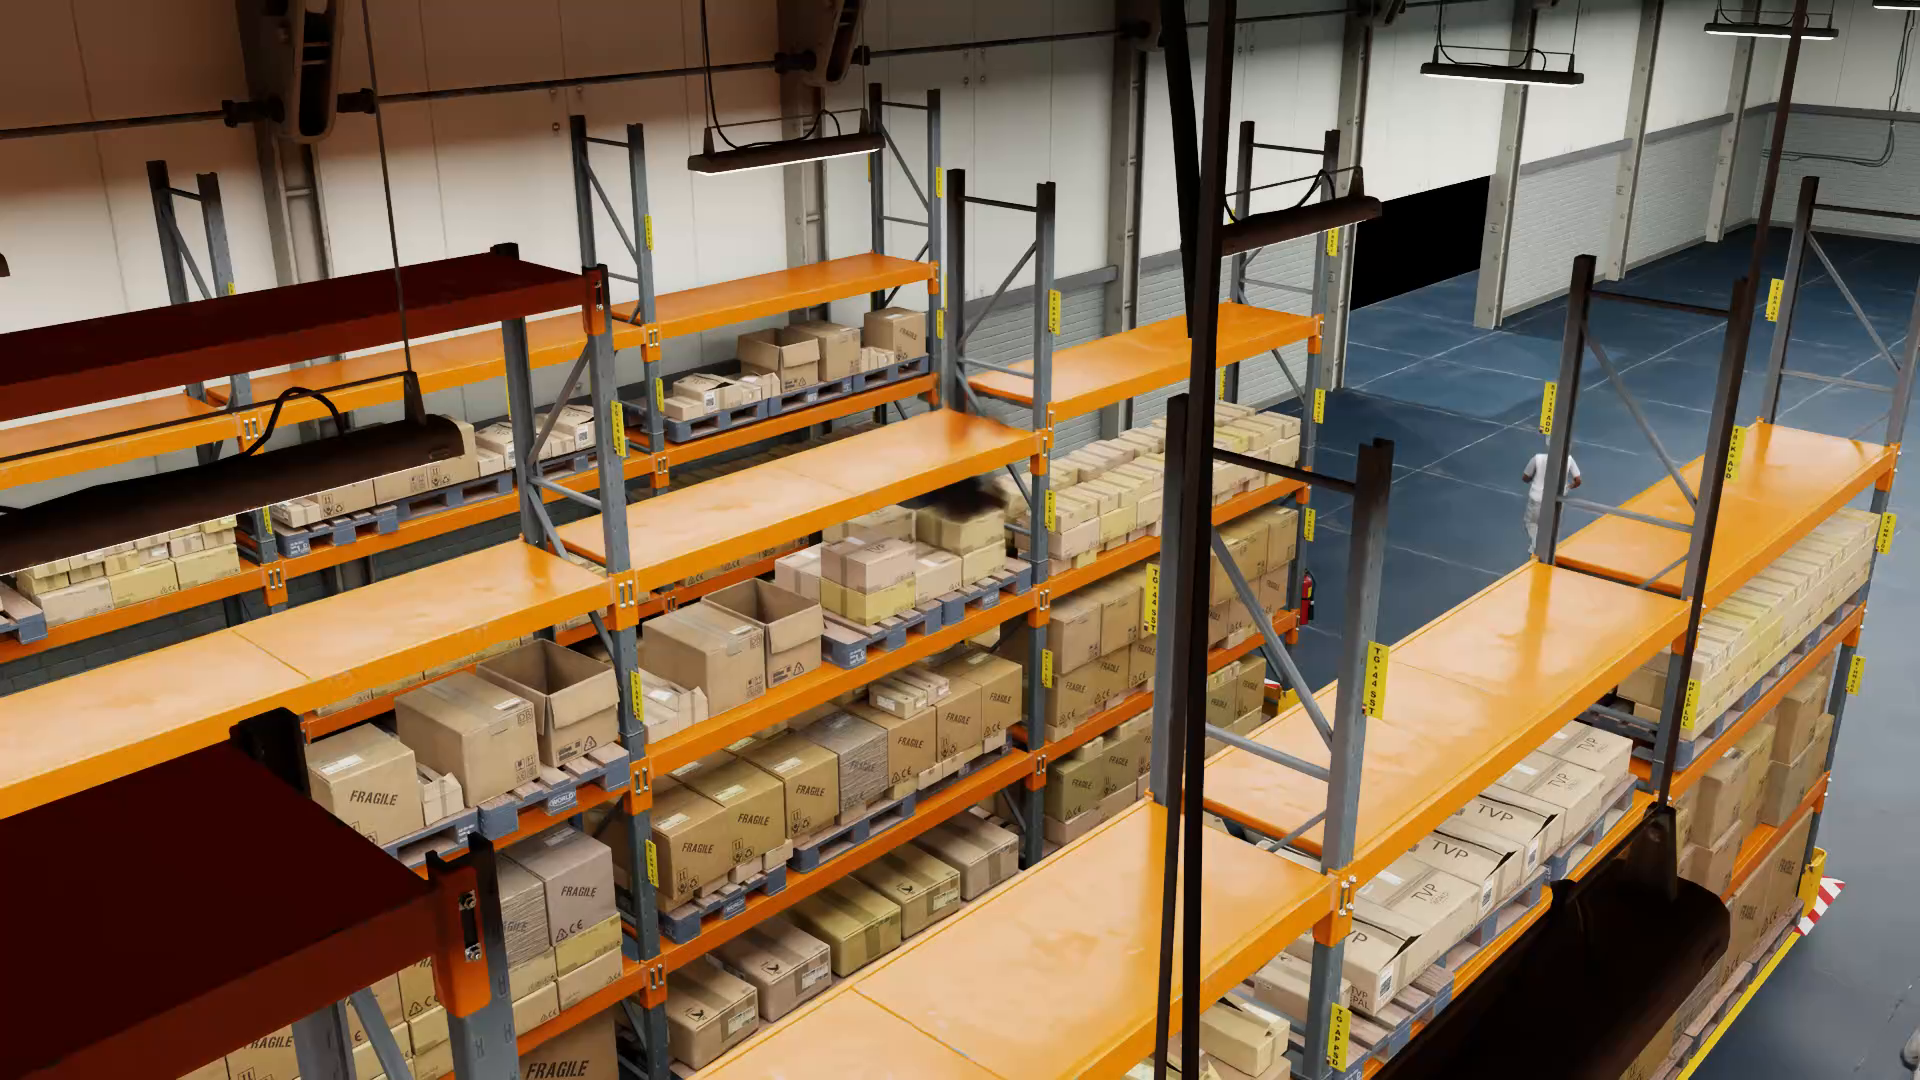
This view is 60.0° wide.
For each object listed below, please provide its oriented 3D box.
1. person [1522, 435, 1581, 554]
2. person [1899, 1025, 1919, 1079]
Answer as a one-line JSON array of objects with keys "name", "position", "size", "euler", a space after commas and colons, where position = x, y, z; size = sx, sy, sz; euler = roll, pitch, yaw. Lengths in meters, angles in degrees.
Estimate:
[{"name": "person", "position": [7.400, -0.524, 20.963], "size": [0.696, 1.750, 0.818], "euler": [2, 21, 4]}, {"name": "person", "position": [6.308, 3.506, 10.598], "size": [0.656, 1.722, 0.570], "euler": [12, 24, 28]}]
